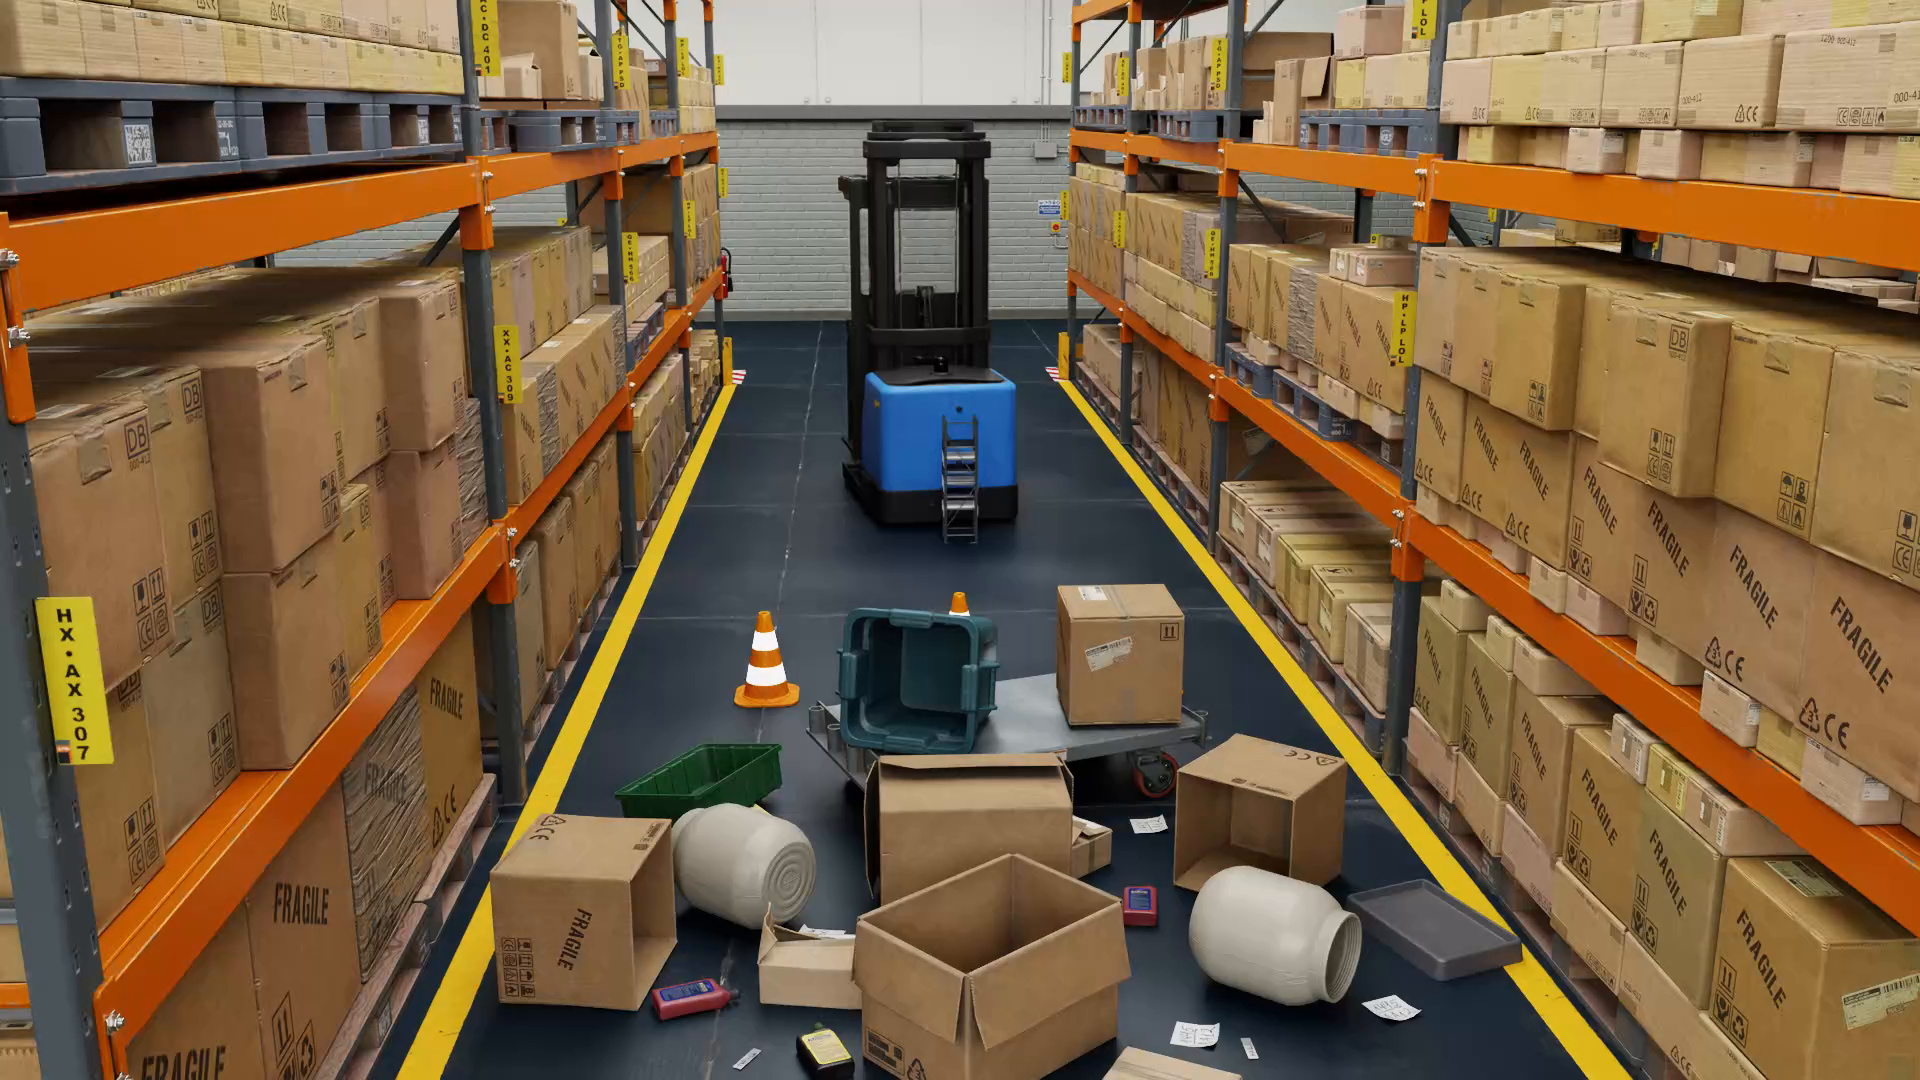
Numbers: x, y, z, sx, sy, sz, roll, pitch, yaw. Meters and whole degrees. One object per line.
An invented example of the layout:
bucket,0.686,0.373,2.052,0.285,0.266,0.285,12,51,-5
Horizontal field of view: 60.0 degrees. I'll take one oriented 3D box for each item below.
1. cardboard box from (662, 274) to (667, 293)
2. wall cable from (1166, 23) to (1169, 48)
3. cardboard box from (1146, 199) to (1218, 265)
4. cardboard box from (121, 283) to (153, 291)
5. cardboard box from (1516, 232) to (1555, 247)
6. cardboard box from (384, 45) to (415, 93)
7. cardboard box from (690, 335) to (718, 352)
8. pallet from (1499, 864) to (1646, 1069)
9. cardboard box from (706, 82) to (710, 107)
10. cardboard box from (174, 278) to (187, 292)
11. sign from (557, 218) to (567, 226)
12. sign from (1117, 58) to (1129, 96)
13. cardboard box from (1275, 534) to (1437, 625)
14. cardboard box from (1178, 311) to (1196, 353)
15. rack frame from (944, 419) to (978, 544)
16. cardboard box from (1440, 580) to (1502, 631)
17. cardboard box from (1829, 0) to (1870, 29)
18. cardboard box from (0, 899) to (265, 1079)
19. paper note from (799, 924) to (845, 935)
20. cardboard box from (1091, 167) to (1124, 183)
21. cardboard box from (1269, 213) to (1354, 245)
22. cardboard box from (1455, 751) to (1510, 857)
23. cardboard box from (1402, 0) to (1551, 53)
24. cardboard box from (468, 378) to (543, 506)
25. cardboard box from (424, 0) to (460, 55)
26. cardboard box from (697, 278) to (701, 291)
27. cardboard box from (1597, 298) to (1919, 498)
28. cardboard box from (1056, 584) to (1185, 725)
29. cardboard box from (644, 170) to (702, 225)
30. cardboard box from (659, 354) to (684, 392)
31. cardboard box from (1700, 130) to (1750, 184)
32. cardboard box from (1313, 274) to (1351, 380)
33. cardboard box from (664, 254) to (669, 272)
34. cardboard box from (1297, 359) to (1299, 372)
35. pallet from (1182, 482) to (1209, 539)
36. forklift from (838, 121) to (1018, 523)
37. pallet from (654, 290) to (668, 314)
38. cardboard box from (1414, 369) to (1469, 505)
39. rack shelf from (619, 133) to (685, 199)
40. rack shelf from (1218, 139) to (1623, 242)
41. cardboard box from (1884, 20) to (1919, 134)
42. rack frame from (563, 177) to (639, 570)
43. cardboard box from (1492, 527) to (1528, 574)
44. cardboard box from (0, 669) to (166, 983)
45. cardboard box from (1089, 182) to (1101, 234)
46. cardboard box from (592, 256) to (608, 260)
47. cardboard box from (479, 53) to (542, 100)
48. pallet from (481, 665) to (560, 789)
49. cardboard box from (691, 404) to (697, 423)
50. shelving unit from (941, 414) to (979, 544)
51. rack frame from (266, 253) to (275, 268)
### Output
cardboard box,-2.701,-2.178,14.133,0.380,0.149,0.250,-1,14,-3
wall cable,1.863,-7.680,23.815,2.355,3.000,0.029,-1,14,-3
cardboard box,1.822,-2.526,13.617,0.500,0.500,0.500,-1,14,-5
cardboard box,-7.665,-2.397,15.029,0.500,0.250,0.500,-1,14,-4
cardboard box,6.490,-3.260,18.379,0.500,0.250,0.500,-1,14,-3
cardboard box,-2.054,-1.574,5.564,0.380,0.149,0.250,-1,14,-3
cardboard box,-2.802,-2.109,17.887,0.380,0.149,0.250,-1,14,-5
pallet,2.645,1.453,5.957,1.003,0.211,1.213,-1,14,-3
cardboard box,-2.873,-4.636,17.302,0.500,0.250,0.500,-1,14,-5
cardboard box,-7.651,-2.422,15.924,0.380,0.149,0.250,-1,14,-4
sign,-3.482,-2.666,14.629,0.100,0.325,0.005,-1,14,-3
sign,1.440,-4.091,14.689,0.100,0.325,0.005,-1,14,-3
cardboard box,2.362,0.219,9.588,0.950,0.372,0.625,0,14,-2
cardboard box,1.904,-1.539,12.290,0.500,0.250,0.500,-1,14,-2
rack frame,0.006,-0.413,11.824,0.240,0.900,0.006,-1,14,-3
cardboard box,2.204,0.265,6.844,0.380,0.149,0.250,-1,14,-3
cardboard box,2.446,-1.362,4.185,0.380,0.149,0.250,-1,14,-3
cardboard box,-2.305,1.386,4.042,0.875,0.875,0.875,-1,14,-3
paper note,-0.534,1.484,6.212,0.172,0.023,0.155,4,15,16
cardboard box,1.546,-3.721,16.959,0.380,0.149,0.250,-1,14,-5
cardboard box,2.455,-2.022,11.660,0.500,0.500,0.500,-1,14,-5
cardboard box,2.301,1.043,6.628,0.500,0.250,0.500,0,14,0
cardboard box,2.326,-2.336,7.522,0.500,0.250,0.500,-1,14,-2
cardboard box,-2.209,-0.450,7.556,0.500,0.500,0.500,-1,14,-3
cardboard box,-2.158,-1.924,6.127,0.500,0.250,0.500,-1,14,-4
cardboard box,-2.762,-2.537,16.372,0.380,0.149,0.250,0,14,-1
cardboard box,2.329,-0.425,4.856,0.700,0.500,0.500,-1,14,-4
cardboard box,0.715,0.510,7.520,0.500,0.500,0.500,-1,14,-3
cardboard box,-2.773,-3.304,16.043,0.500,0.500,0.500,-1,14,-3
cardboard box,-2.642,-1.431,14.238,0.500,0.250,0.500,-1,14,-5
cardboard box,2.384,-1.108,4.798,0.380,0.149,0.250,-1,14,-5
cardboard box,2.174,-1.127,8.748,0.500,0.500,0.500,0,14,-2
cardboard box,-2.719,-2.386,14.346,0.380,0.149,0.250,0,14,-2
cardboard box,2.177,-1.025,9.650,0.380,0.149,0.250,0,14,-1
pallet,2.268,-0.210,12.419,1.003,0.211,1.213,-1,14,-3
forklift,-0.366,-1.862,13.381,1.130,2.935,3.031,-3,15,-11
pallet,-3.038,-1.971,14.054,1.003,0.211,1.213,-1,14,-3
cardboard box,2.238,-0.447,6.947,0.500,0.500,0.500,-1,14,-4
rack shelf,-2.817,-2.863,12.560,1.077,0.370,4.000,-1,14,-3
rack shelf,2.365,-1.970,9.088,1.077,0.370,4.000,-1,14,-3
cardboard box,2.437,-1.021,3.659,0.500,0.250,0.500,-1,14,-4
rack frame,-2.693,-1.262,10.911,1.000,3.000,0.127,-1,14,-3
cardboard box,2.284,0.026,6.409,0.380,0.149,0.250,0,14,-2
cardboard box,-2.265,0.564,3.515,0.875,0.550,0.550,-1,14,-3
cardboard box,1.602,-3.381,16.942,0.500,0.500,0.500,-1,14,-3
cardboard box,-2.593,-2.011,12.288,0.380,0.149,0.250,0,14,-1
cardboard box,-2.349,-2.375,8.444,0.396,0.266,0.258,-1,14,-3
pallet,-2.568,0.893,8.133,1.003,0.211,1.213,-1,14,-3
cardboard box,-2.642,-1.175,15.451,0.380,0.149,0.250,-2,15,-6
shelving unit,0.000,-0.438,11.922,0.258,0.900,0.210,-1,14,-3
rack frame,-8.145,-3.200,18.444,1.000,3.000,0.127,-1,14,-3
